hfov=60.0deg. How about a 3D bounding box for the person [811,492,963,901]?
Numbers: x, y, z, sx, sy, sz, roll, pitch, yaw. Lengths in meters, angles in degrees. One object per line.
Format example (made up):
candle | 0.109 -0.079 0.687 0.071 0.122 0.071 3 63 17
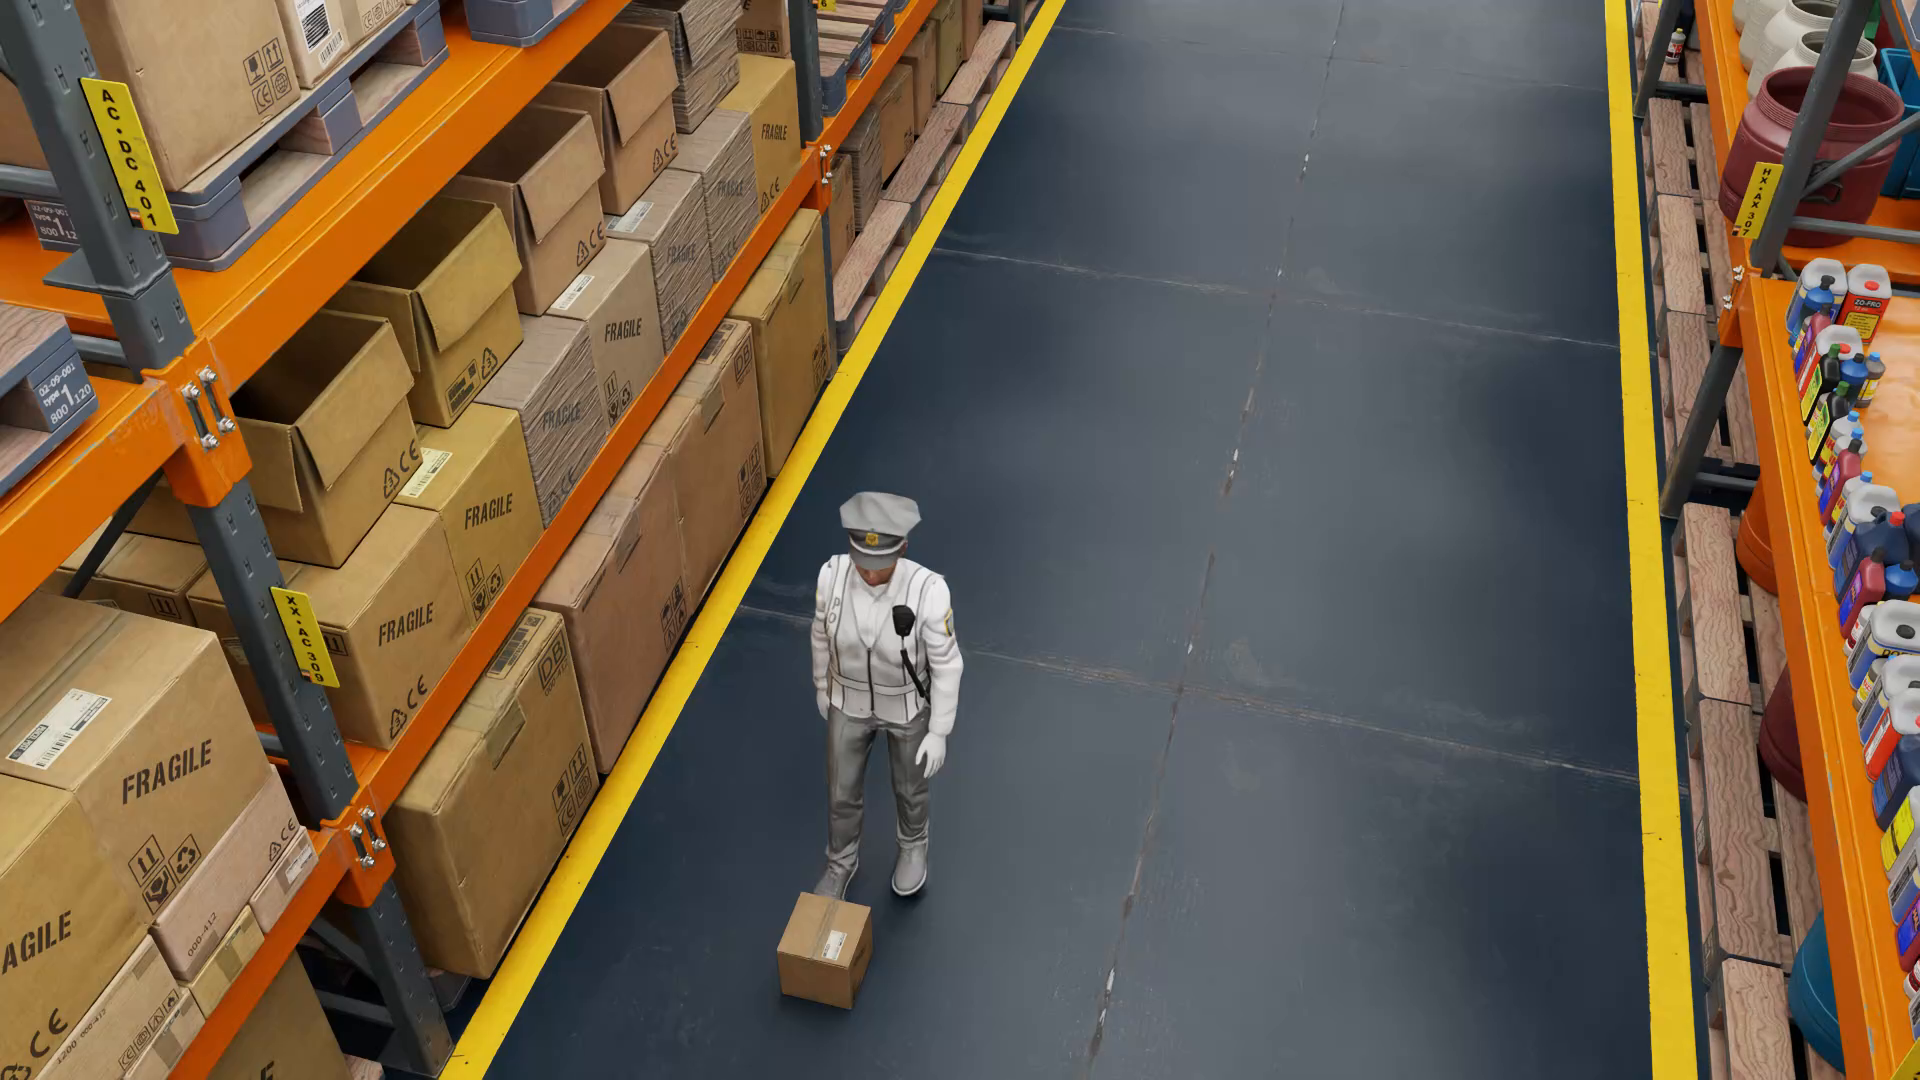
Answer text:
person | -0.261 0.605 5.467 0.526 1.716 0.457 8 42 9
